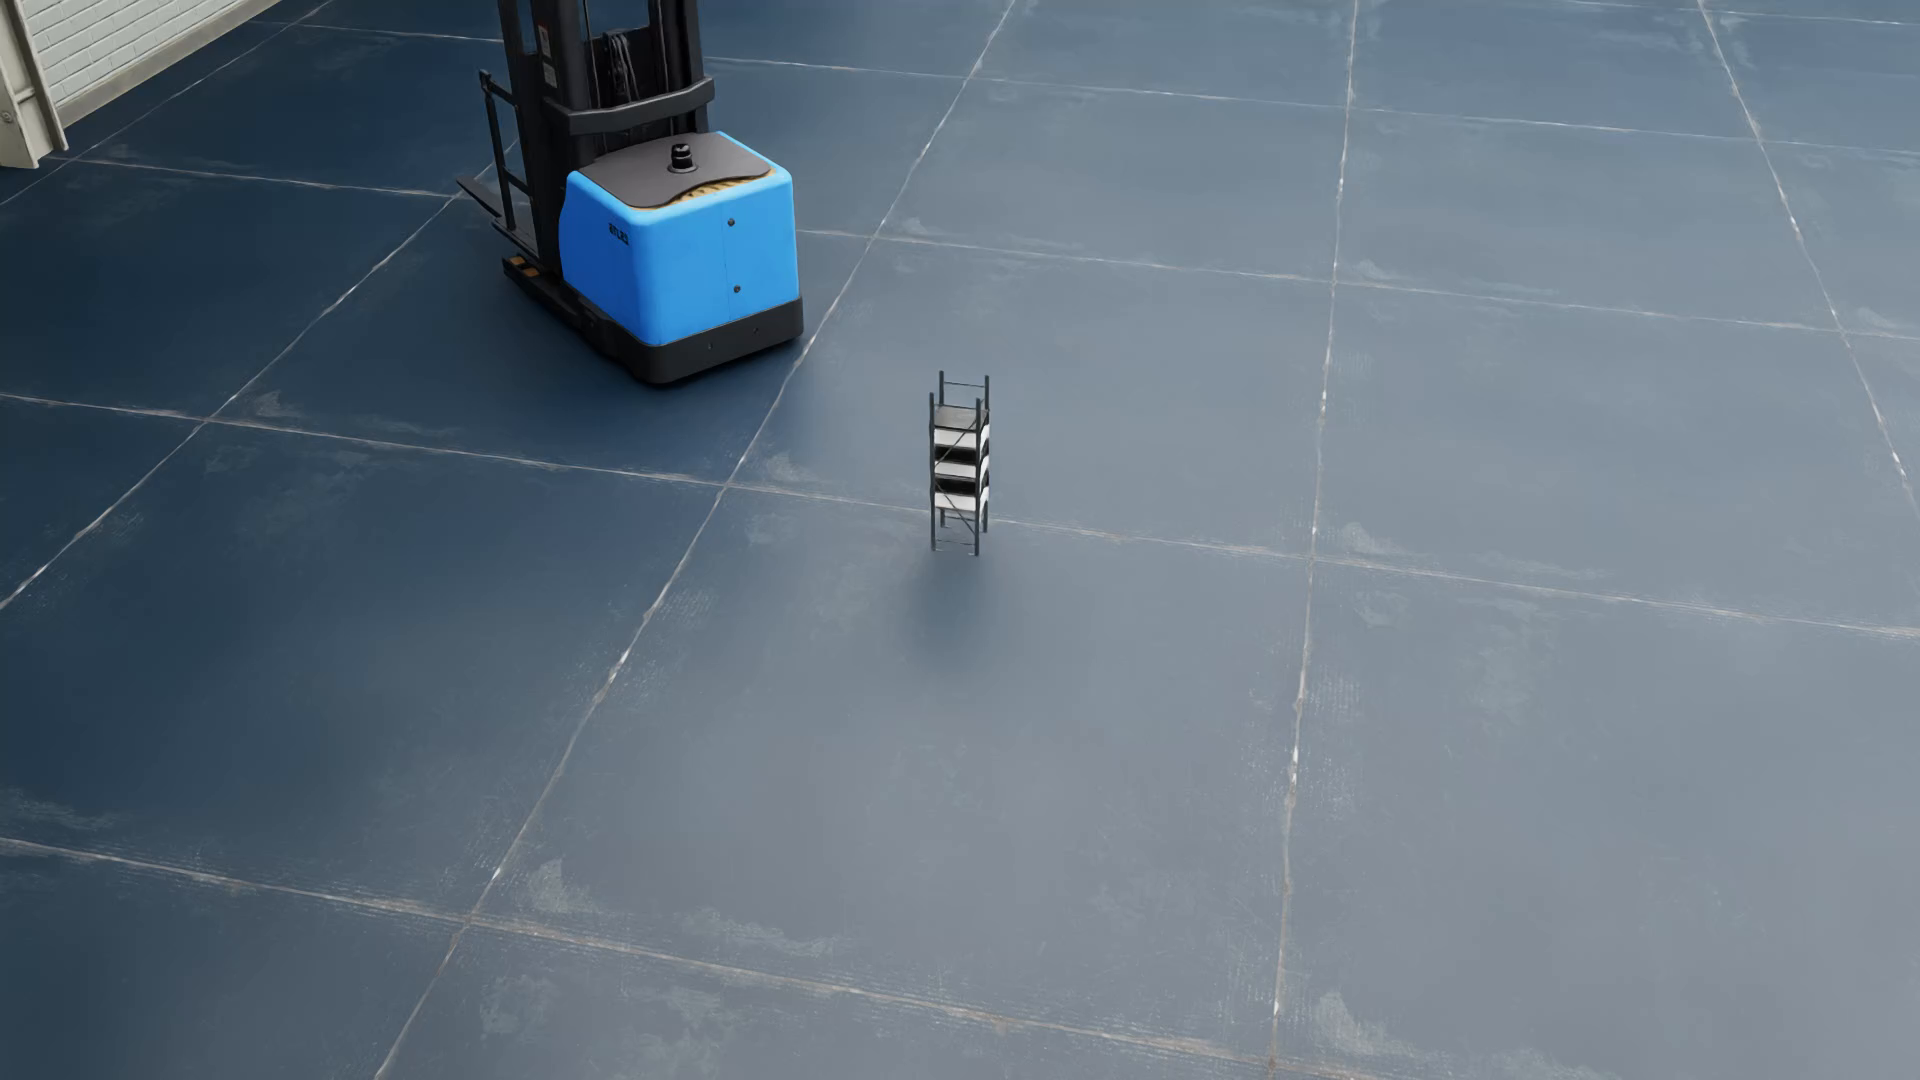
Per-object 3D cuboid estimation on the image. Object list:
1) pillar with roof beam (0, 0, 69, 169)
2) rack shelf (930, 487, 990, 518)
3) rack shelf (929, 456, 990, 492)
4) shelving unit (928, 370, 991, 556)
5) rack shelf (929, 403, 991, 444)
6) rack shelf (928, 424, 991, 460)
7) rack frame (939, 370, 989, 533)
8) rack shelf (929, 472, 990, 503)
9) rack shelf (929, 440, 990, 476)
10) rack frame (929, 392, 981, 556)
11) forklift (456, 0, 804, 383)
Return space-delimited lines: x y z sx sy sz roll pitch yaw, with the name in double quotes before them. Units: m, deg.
"pillar with roof beam" -2.536 -5.896 8.717 9.100 9.000 0.400 7 37 10
"rack shelf" -0.002 -0.187 8.105 0.258 0.077 0.200 7 37 10
"rack shelf" -0.002 -0.333 7.999 0.258 0.077 0.200 7 37 10
"shelving unit" -0.002 -0.360 7.980 0.258 0.900 0.210 7 37 10
"rack shelf" -0.002 -0.551 7.841 0.258 0.077 0.200 7 37 10
"rack shelf" -0.002 -0.478 7.893 0.258 0.077 0.200 7 37 10
"rack frame" 0.020 -0.418 8.060 0.240 0.900 0.006 7 37 10
"rack shelf" -0.002 -0.260 8.052 0.258 0.077 0.200 7 37 10
"rack shelf" -0.002 -0.406 7.946 0.258 0.077 0.200 7 37 10
"rack frame" -0.023 -0.301 7.899 0.240 0.900 0.006 7 37 10
"forklift" -2.219 -2.873 9.716 1.130 2.935 3.031 -24 42 -30
